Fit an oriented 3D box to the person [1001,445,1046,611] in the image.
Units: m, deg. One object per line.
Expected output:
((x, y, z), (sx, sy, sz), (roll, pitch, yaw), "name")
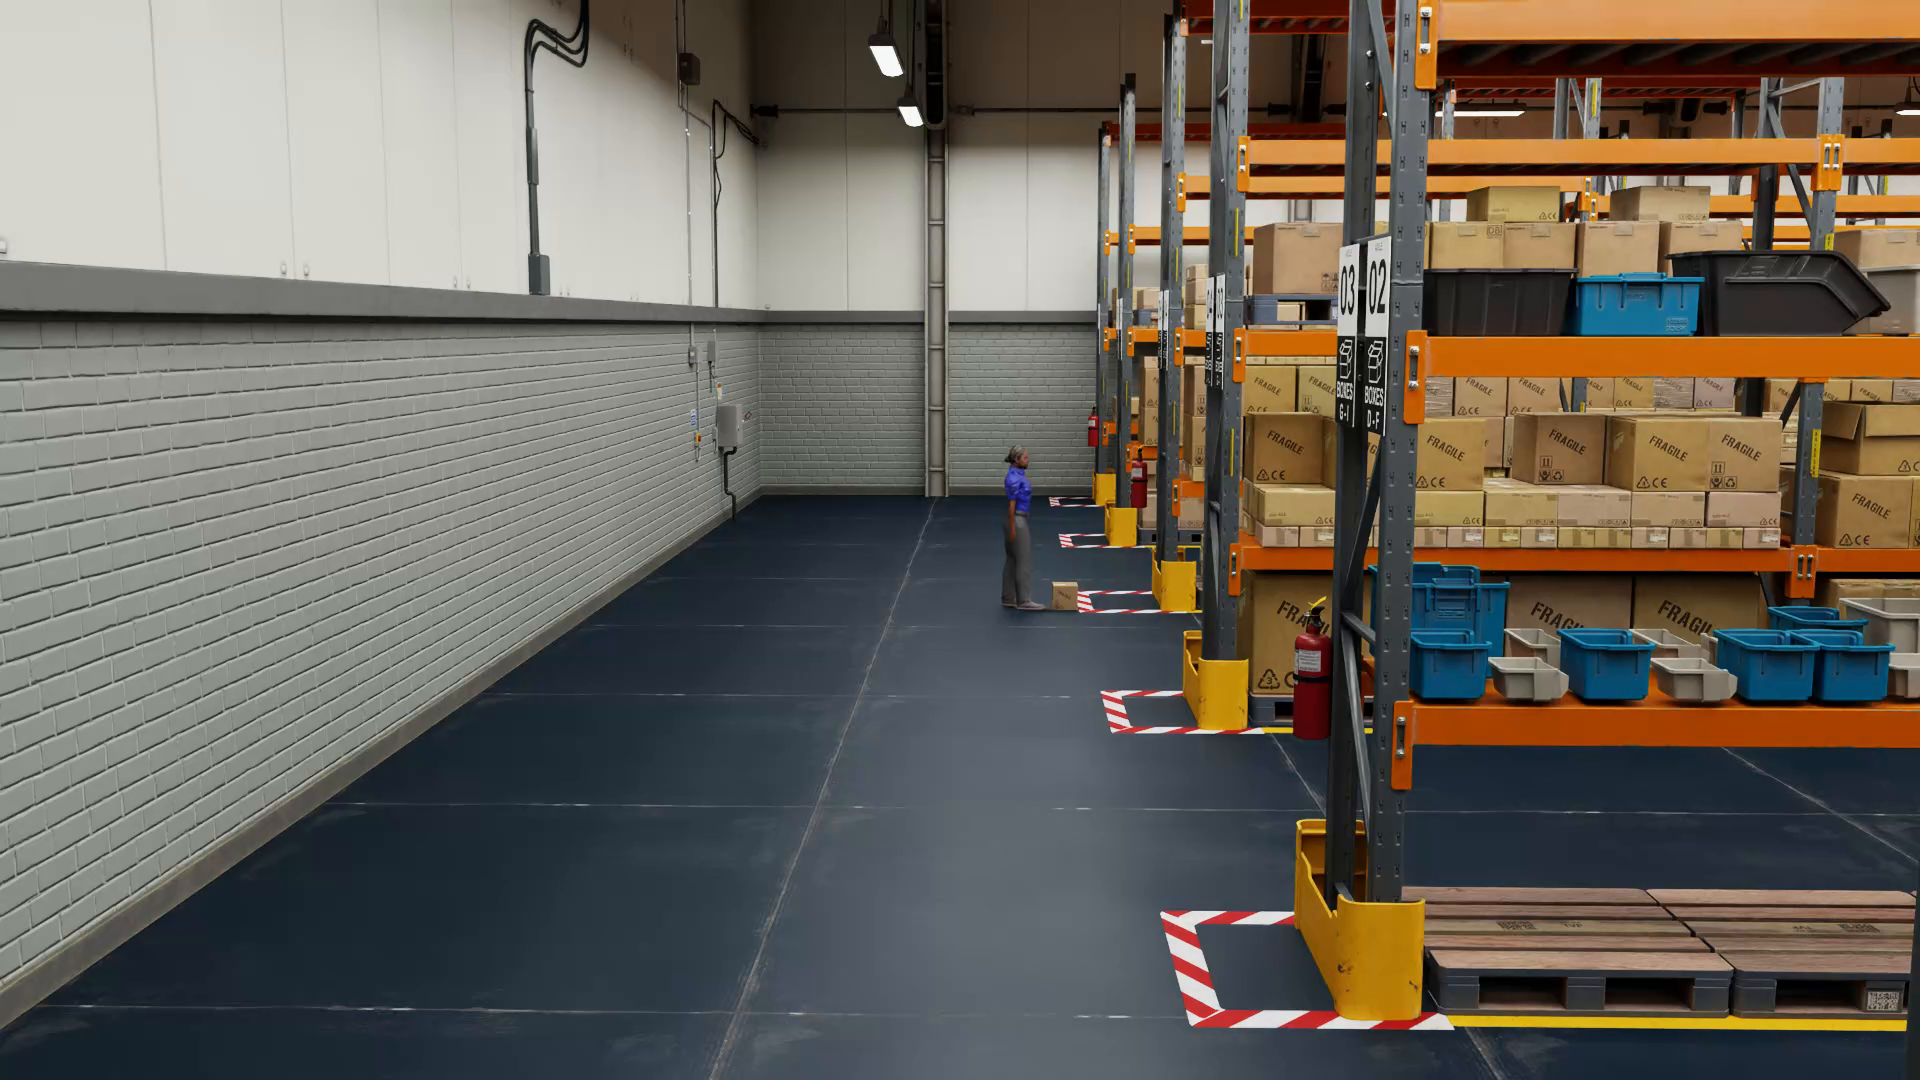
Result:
((0.643, -0.131, 16.799), (0.452, 1.657, 0.449), (0, 7, 2), "person")
